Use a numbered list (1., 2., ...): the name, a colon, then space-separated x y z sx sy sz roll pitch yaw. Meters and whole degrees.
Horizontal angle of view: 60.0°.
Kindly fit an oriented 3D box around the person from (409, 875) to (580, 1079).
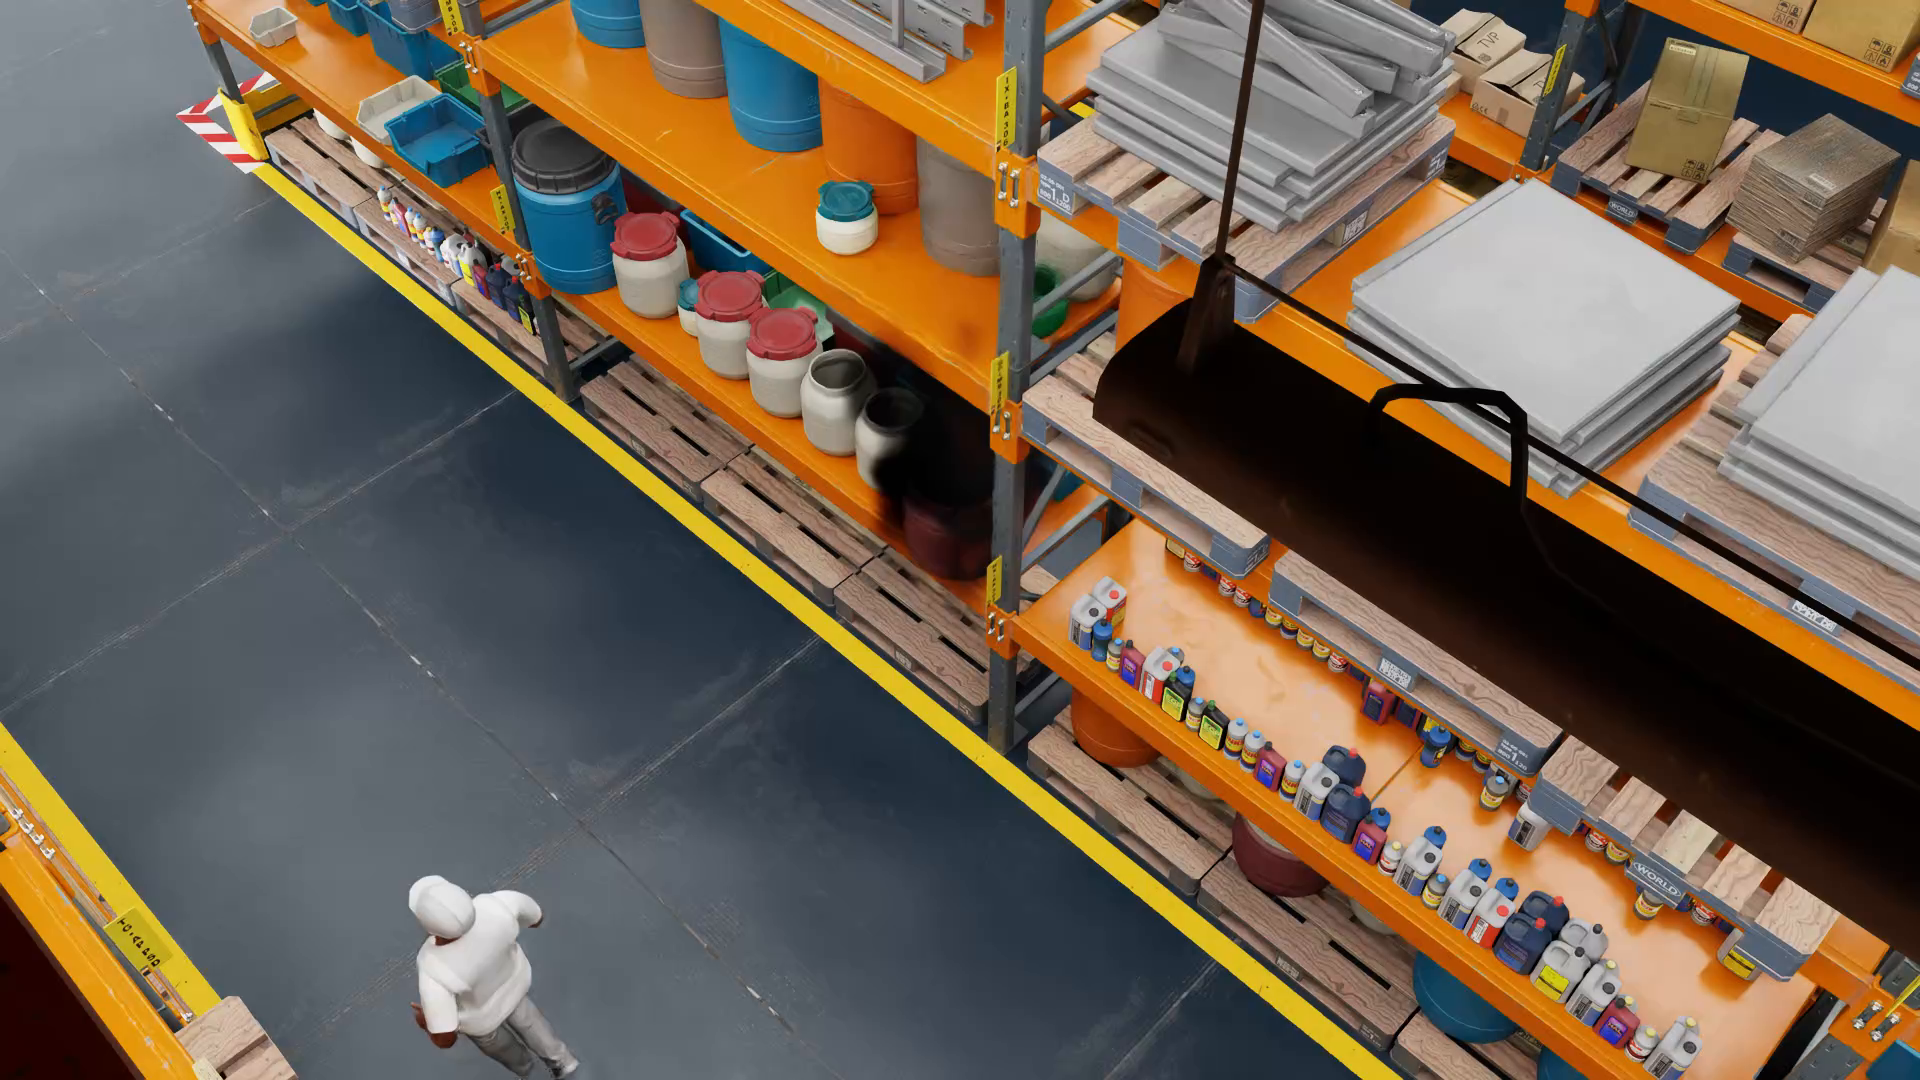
1. person: -2.062 1.958 7.241 0.581 1.737 0.699 26 55 20
